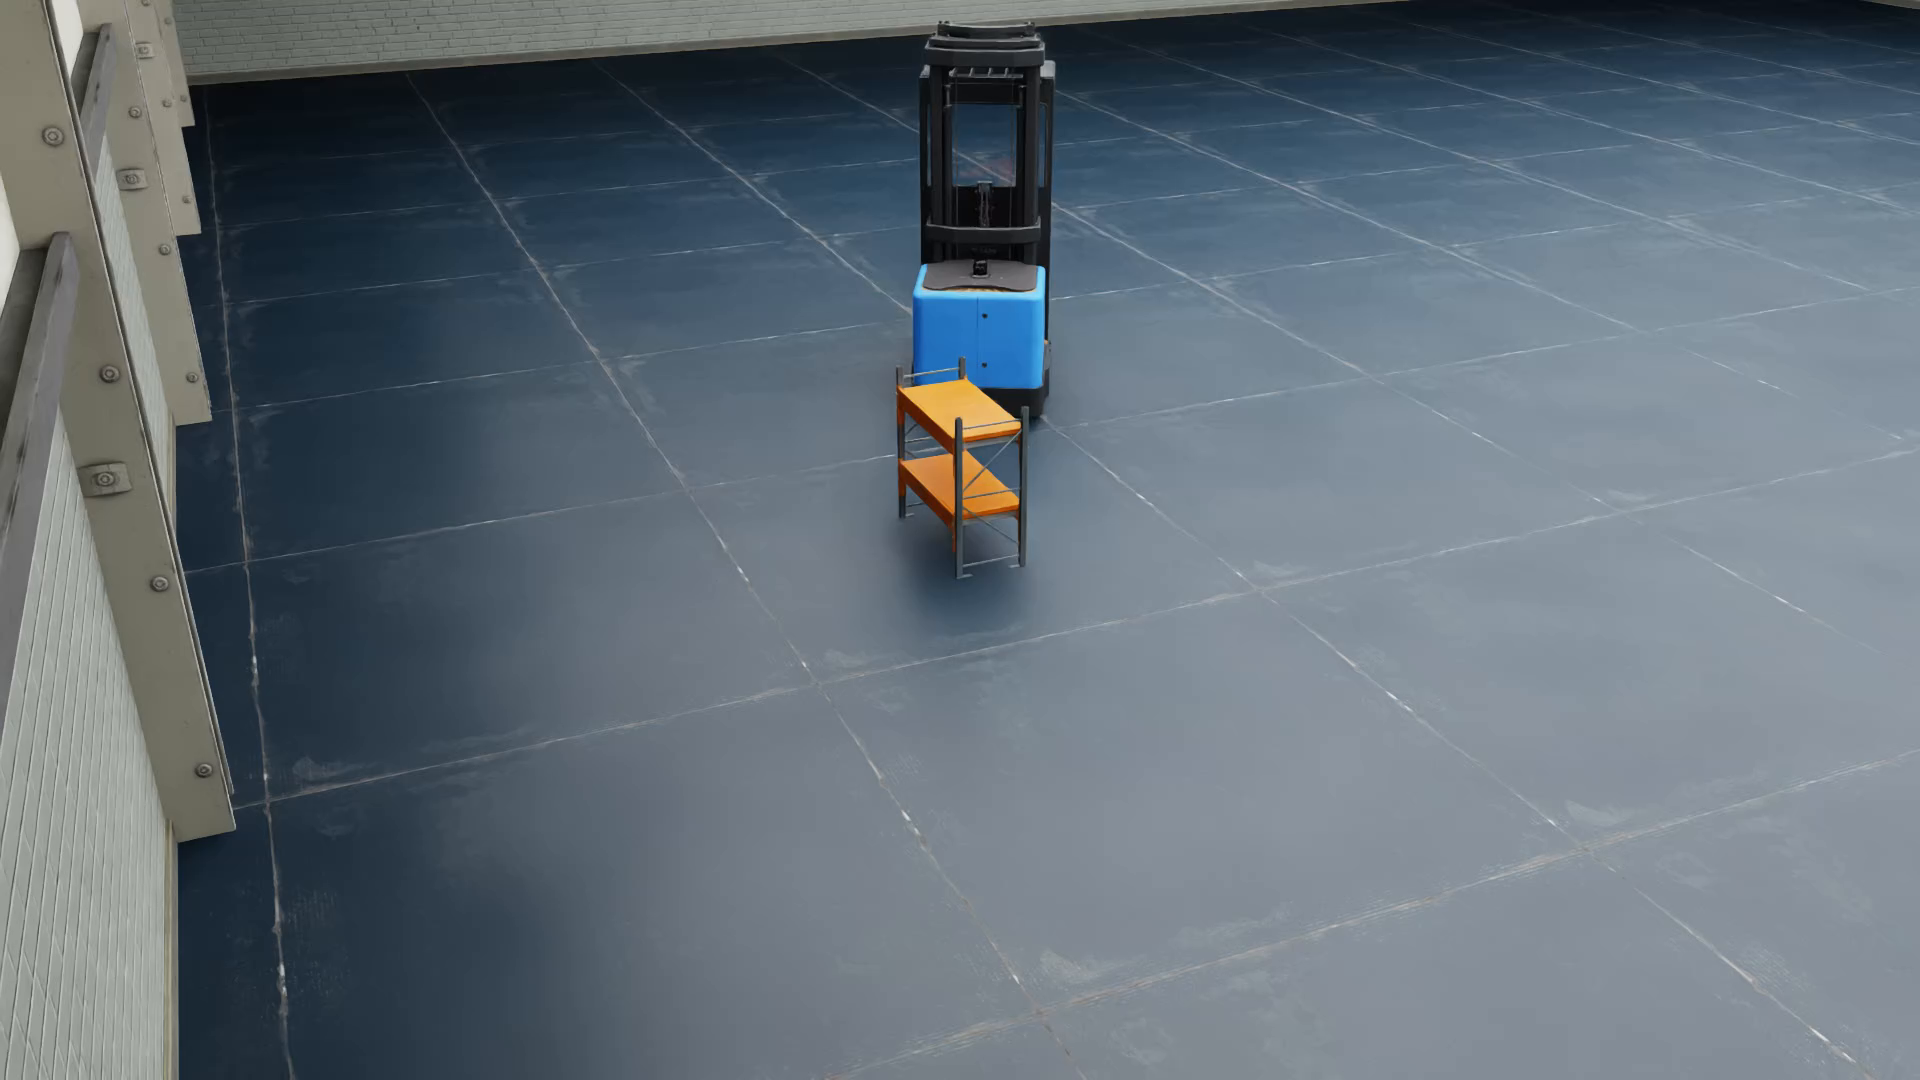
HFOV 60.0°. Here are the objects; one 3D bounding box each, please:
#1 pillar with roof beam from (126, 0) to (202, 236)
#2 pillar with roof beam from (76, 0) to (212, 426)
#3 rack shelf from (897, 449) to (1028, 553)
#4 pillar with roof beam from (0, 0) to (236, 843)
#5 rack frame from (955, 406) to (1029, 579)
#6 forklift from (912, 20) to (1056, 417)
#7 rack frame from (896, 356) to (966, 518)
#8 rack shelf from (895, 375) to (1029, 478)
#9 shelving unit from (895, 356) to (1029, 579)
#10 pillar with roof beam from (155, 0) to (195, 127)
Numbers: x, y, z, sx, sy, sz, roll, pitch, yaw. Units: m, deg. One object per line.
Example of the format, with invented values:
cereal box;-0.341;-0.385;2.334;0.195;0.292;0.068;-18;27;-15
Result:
pillar with roof beam;-4.615;-8.217;17.968;9.100;9.000;0.400;-11;28;-21
pillar with roof beam;-2.265;-5.794;13.007;9.100;9.000;0.400;-11;28;-21
rack shelf;0.003;-0.283;11.251;0.538;0.278;1.000;-11;28;-21
pillar with roof beam;0.085;-3.372;8.046;9.100;9.000;0.400;-11;28;-21
rack frame;0.202;-0.298;10.723;0.500;1.125;0.032;-11;28;-21
forklift;0.231;-2.907;14.009;1.130;2.935;3.031;2;26;3
rack frame;-0.196;-0.708;11.564;0.500;1.125;0.032;-11;28;-21
rack shelf;0.003;-0.766;11.015;0.538;0.278;1.000;-11;28;-21
shelving unit;0.003;-0.503;11.144;0.538;1.125;1.048;-11;28;-21
pillar with roof beam;-6.964;-10.639;22.929;9.100;9.000;0.400;-11;28;-21
